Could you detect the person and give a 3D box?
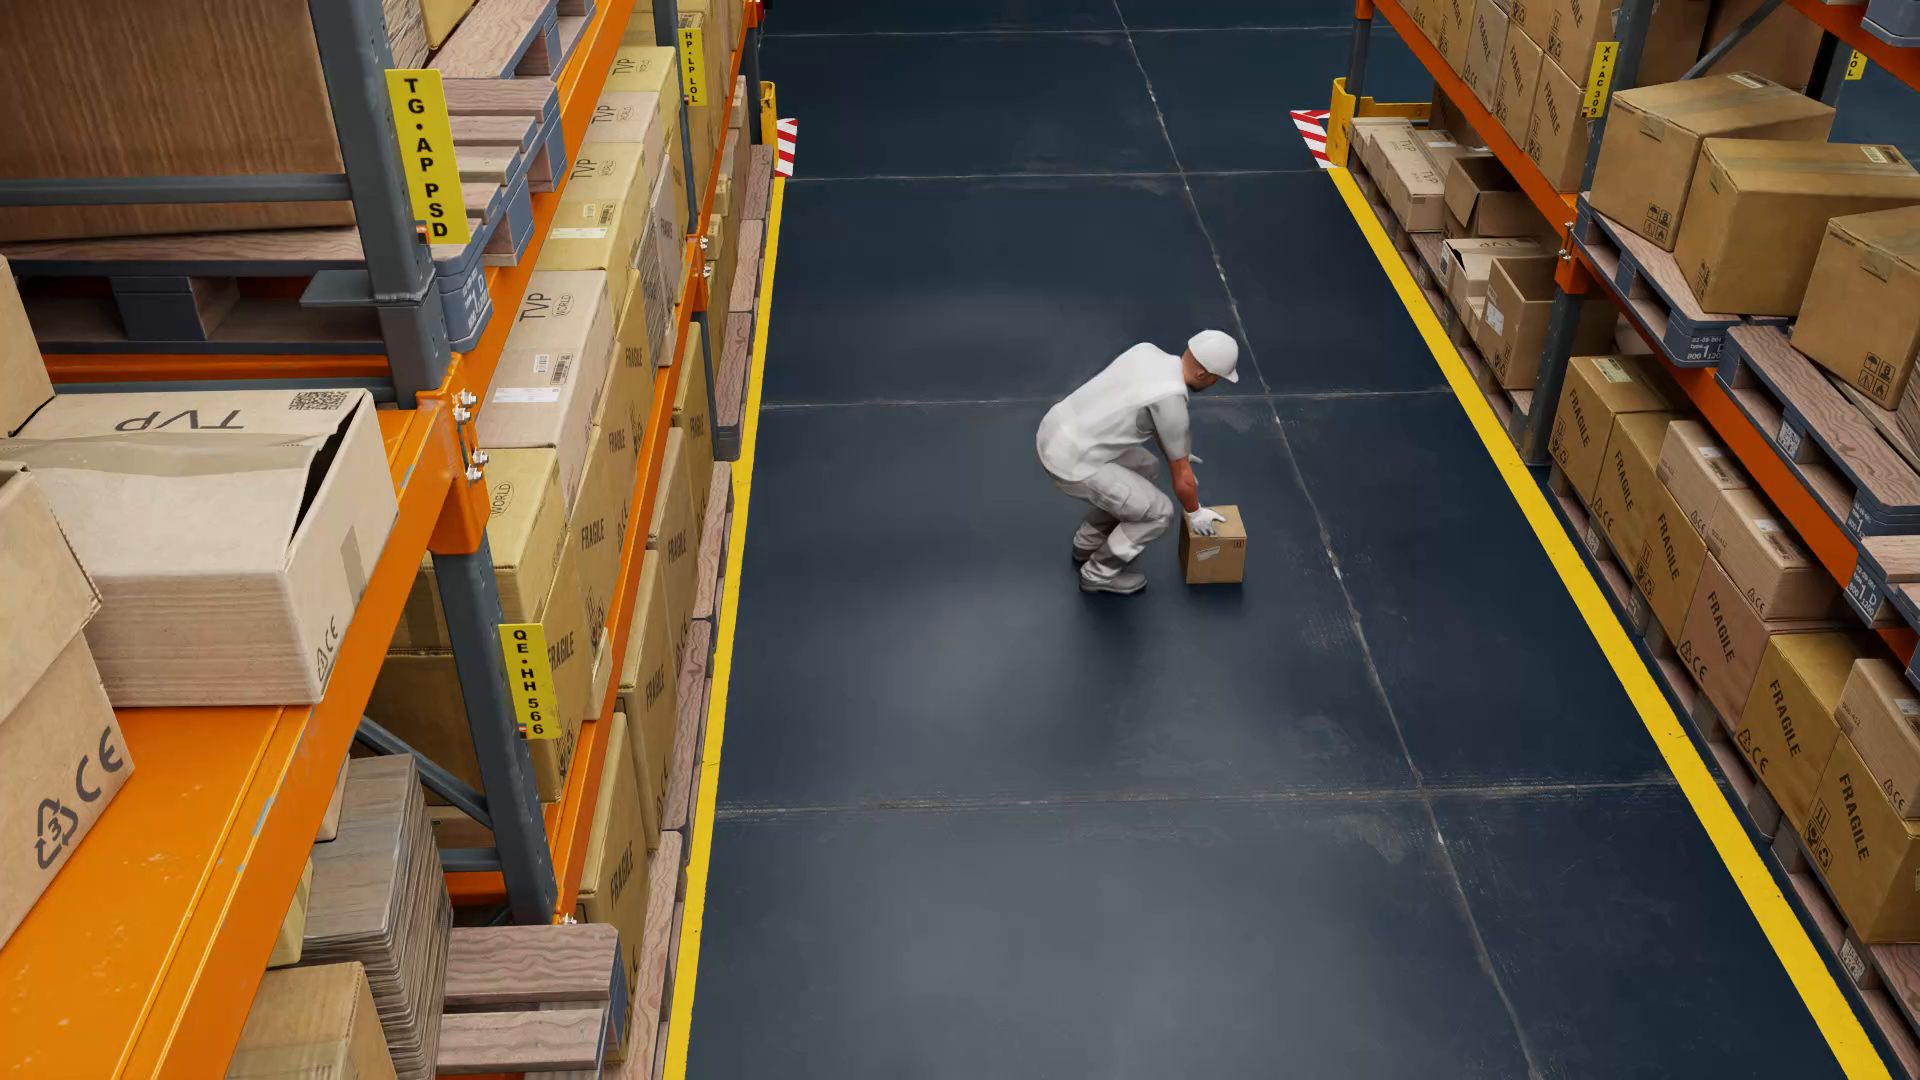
[{"bbox_3d":[0.750,-0.366,7.189,0.852,1.172,0.584,-2,35,-2],"label":"person"}]
